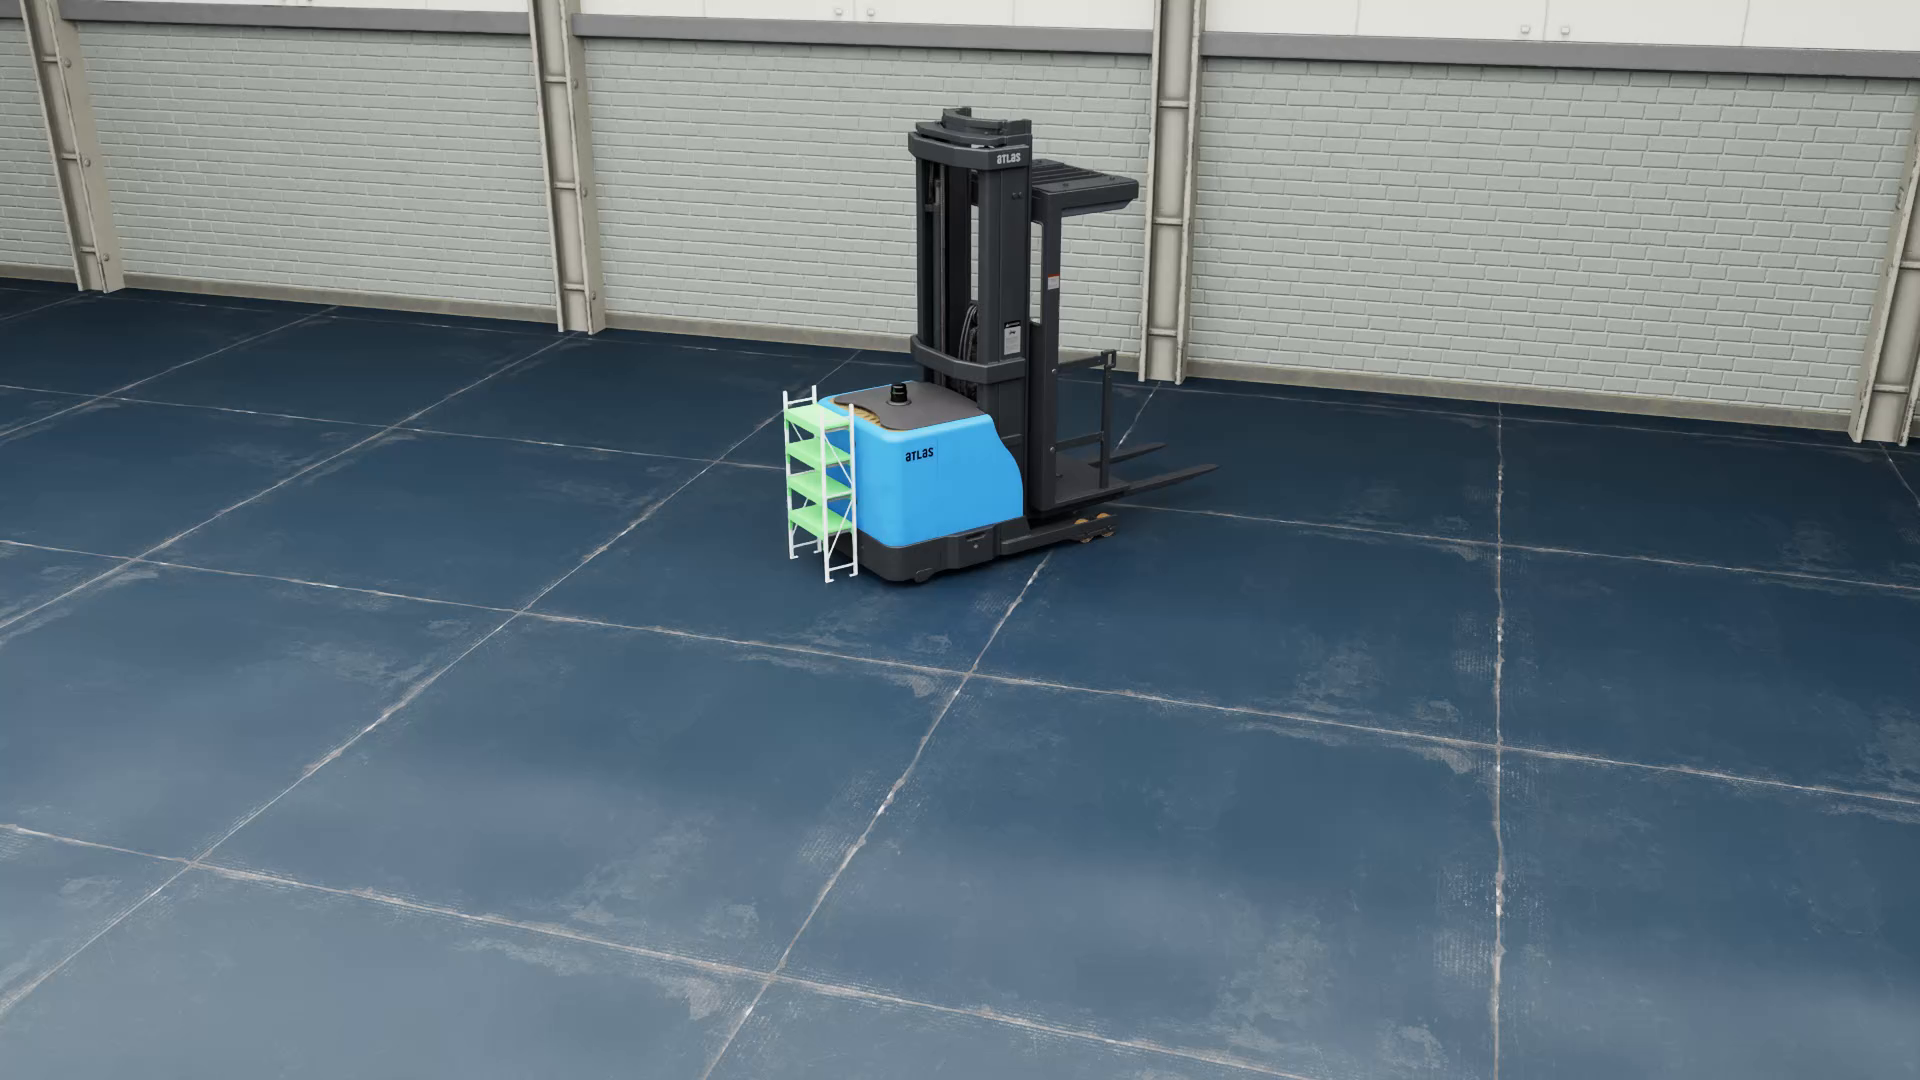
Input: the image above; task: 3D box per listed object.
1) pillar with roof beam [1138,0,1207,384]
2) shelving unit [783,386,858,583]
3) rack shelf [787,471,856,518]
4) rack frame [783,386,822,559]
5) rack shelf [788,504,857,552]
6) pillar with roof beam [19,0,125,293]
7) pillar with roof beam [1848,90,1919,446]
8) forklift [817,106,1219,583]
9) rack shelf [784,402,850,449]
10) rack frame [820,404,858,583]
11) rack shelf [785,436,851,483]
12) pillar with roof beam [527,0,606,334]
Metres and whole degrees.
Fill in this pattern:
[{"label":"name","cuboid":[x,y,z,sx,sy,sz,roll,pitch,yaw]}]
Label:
[{"label":"pillar with roof beam","cuboid":[0.636,-4.102,9.914,0.400,9.000,9.100,7,23,16]},{"label":"shelving unit","cuboid":[-0.930,-0.374,11.100,0.258,1.200,0.503,-14,26,-31]},{"label":"rack shelf","cuboid":[-0.930,-0.315,11.125,0.258,0.148,0.480,-14,26,-31]},{"label":"rack frame","cuboid":[-1.067,-0.451,11.287,0.240,1.200,0.015,-14,26,-31]},{"label":"rack shelf","cuboid":[-0.930,-0.093,11.216,0.258,0.148,0.480,-14,26,-31]},{"label":"pillar with roof beam","cuboid":[-10.852,-5.418,13.121,0.400,9.000,9.100,7,23,16]},{"label":"pillar with roof beam","cuboid":[6.380,-3.445,8.310,0.400,9.000,9.100,7,23,16]},{"label":"forklift","cuboid":[0.517,-1.489,11.538,3.031,2.935,1.130,-14,26,-31]},{"label":"rack shelf","cuboid":[-0.930,-0.759,10.943,0.258,0.148,0.480,-14,26,-31]},{"label":"rack frame","cuboid":[-0.793,-0.297,10.914,0.240,1.200,0.015,-14,26,-31]},{"label":"rack shelf","cuboid":[-0.930,-0.537,11.034,0.258,0.148,0.480,-14,26,-31]},{"label":"pillar with roof beam","cuboid":[-5.108,-4.760,11.517,0.400,9.000,9.100,7,23,16]}]
